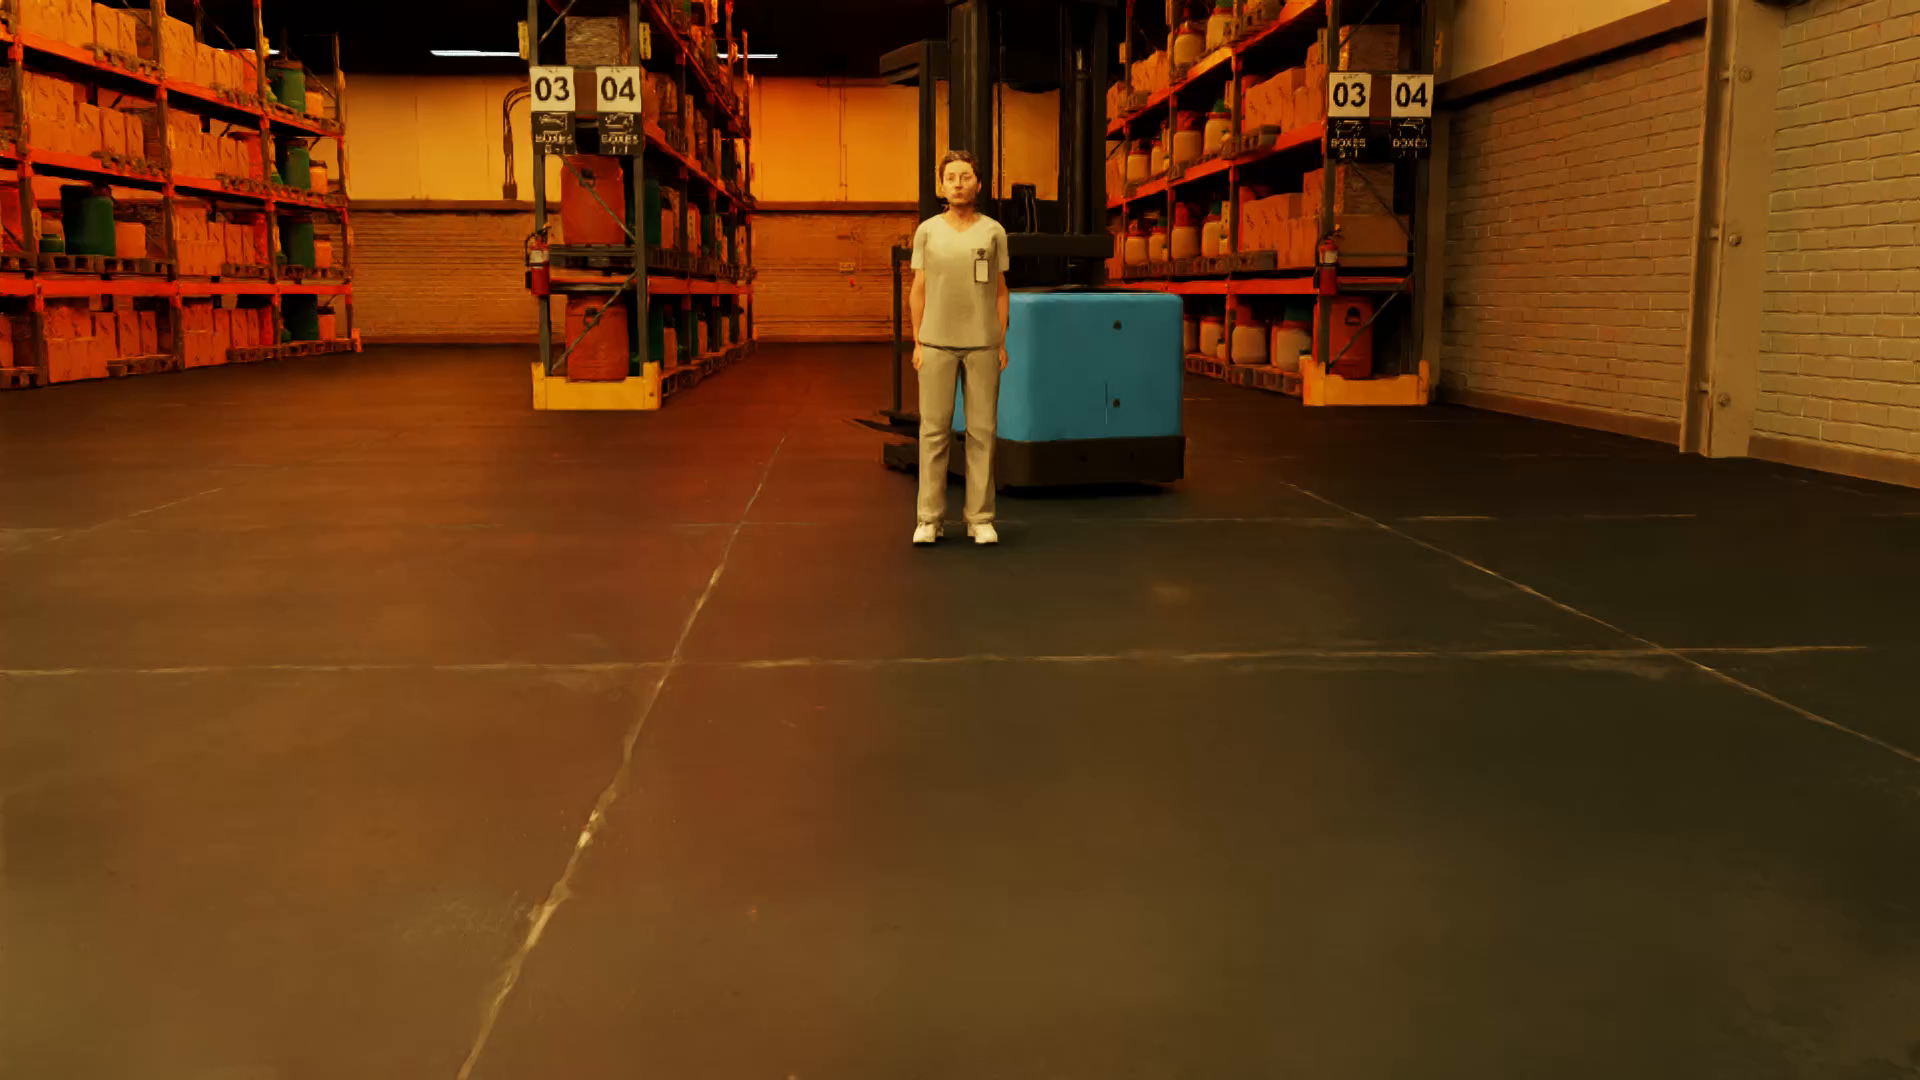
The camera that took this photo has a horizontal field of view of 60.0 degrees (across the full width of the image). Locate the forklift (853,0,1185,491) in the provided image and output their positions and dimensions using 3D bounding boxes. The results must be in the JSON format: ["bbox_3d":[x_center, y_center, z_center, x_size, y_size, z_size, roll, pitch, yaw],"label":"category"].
[{"bbox_3d":[0.177,-1.887,10.037,1.130,2.935,3.031,-4,9,-23],"label":"forklift"}]

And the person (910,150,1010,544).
[{"bbox_3d":[0.002,-0.826,7.179,0.432,1.673,0.365,-1,8,-4],"label":"person"}]
